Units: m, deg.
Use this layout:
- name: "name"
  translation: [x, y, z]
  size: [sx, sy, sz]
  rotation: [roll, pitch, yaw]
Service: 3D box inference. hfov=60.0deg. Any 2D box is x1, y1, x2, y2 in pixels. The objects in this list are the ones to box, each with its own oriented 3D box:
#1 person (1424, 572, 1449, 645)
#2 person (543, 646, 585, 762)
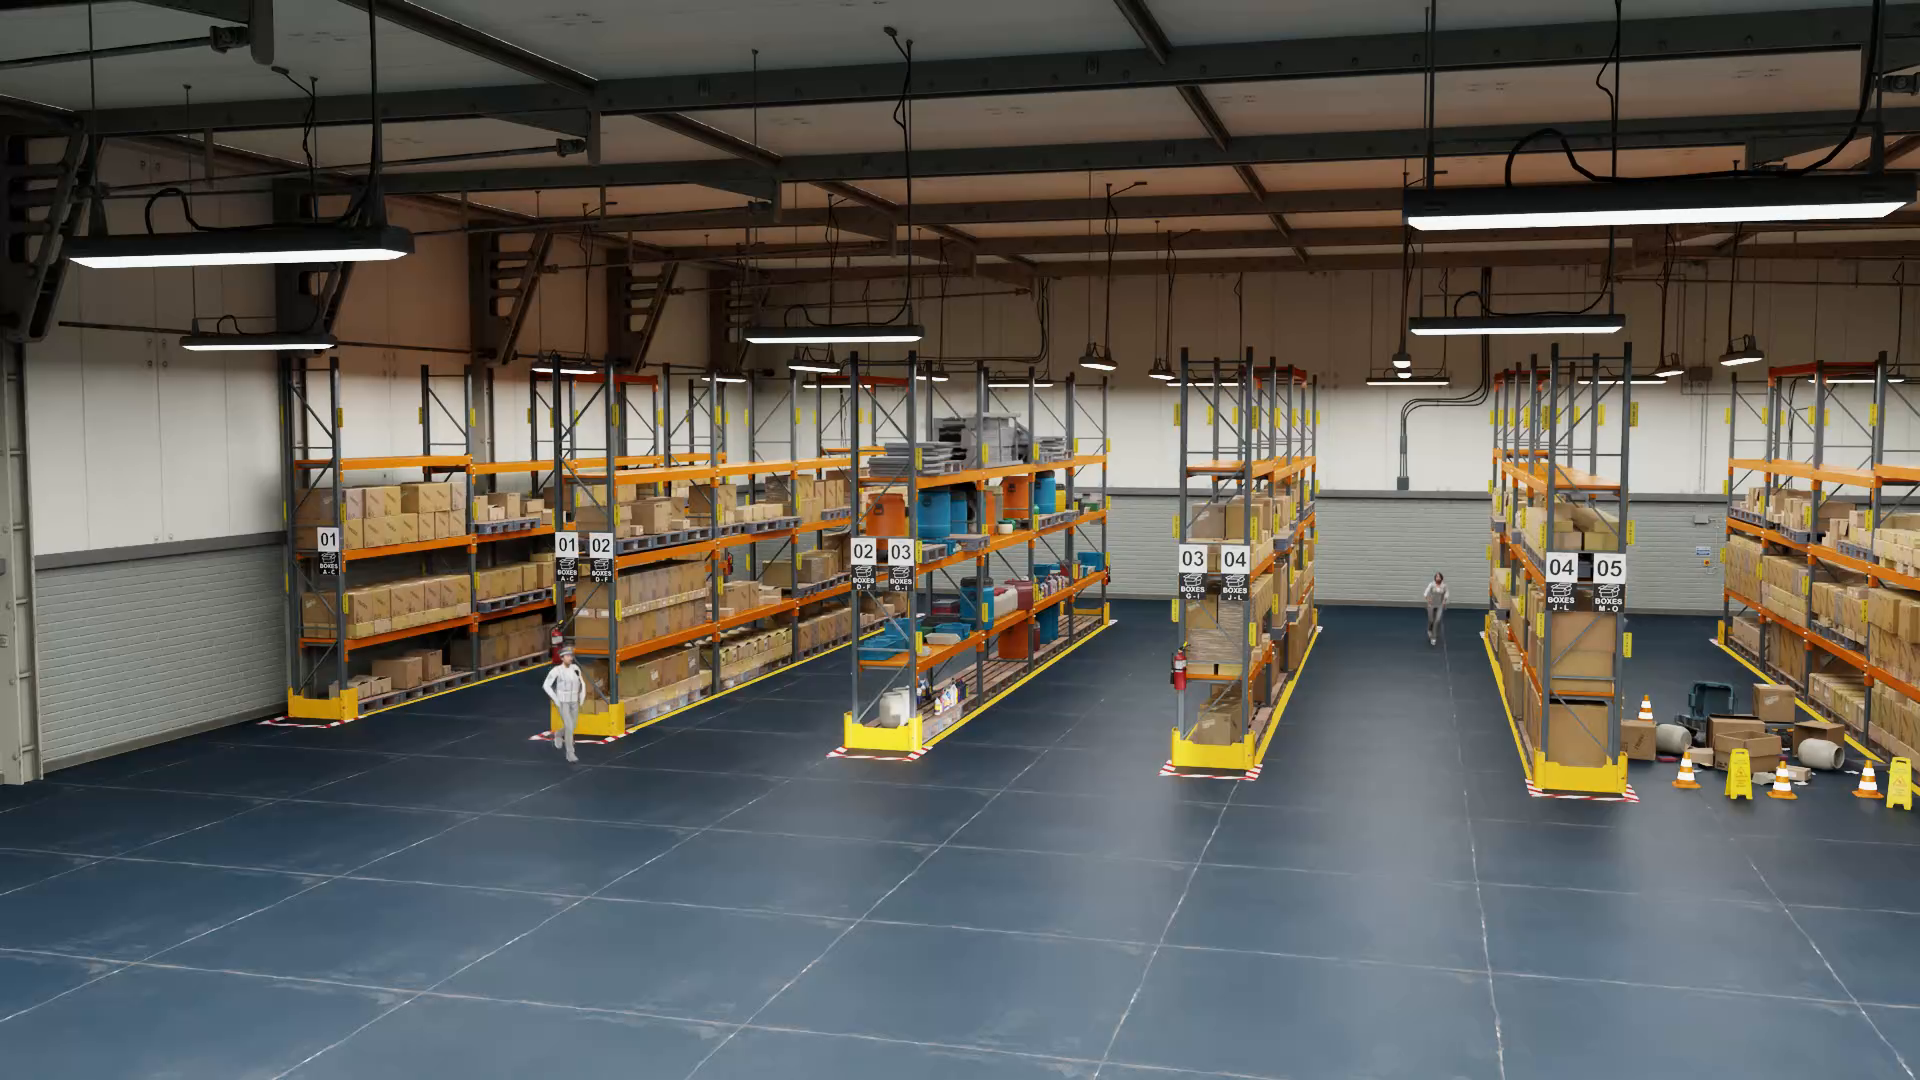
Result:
- name: "person"
  translation: [10.589, 1.503, 36.974]
  size: [0.550, 1.589, 0.779]
  rotation: [1, 4, 12]
- name: "person"
  translation: [-5.821, 2.389, 24.487]
  size: [0.731, 1.681, 0.647]
  rotation: [4, 6, 45]
